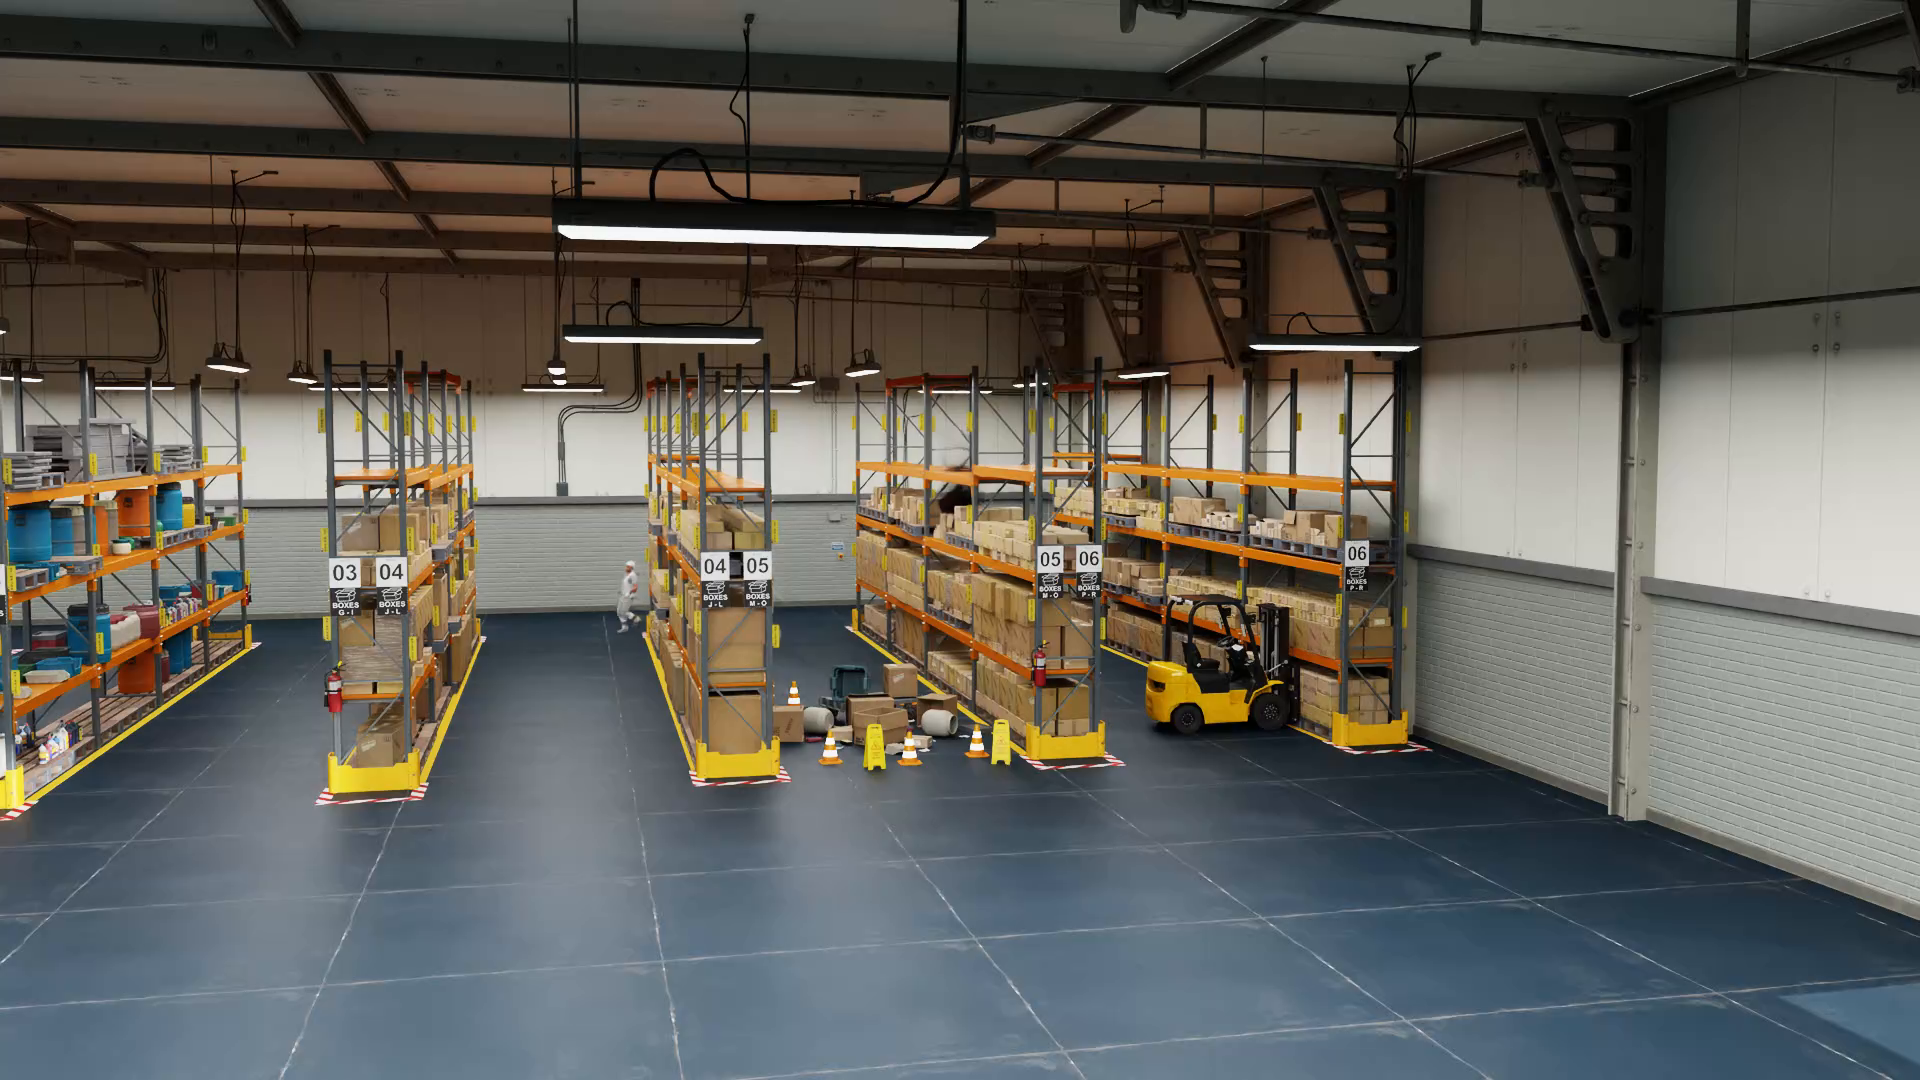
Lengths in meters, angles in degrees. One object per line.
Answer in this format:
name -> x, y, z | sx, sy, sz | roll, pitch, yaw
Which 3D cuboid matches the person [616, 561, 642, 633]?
person -> -7.921, 1.367, 39.960 | 0.601, 1.736, 0.715 | -3, 5, -33
